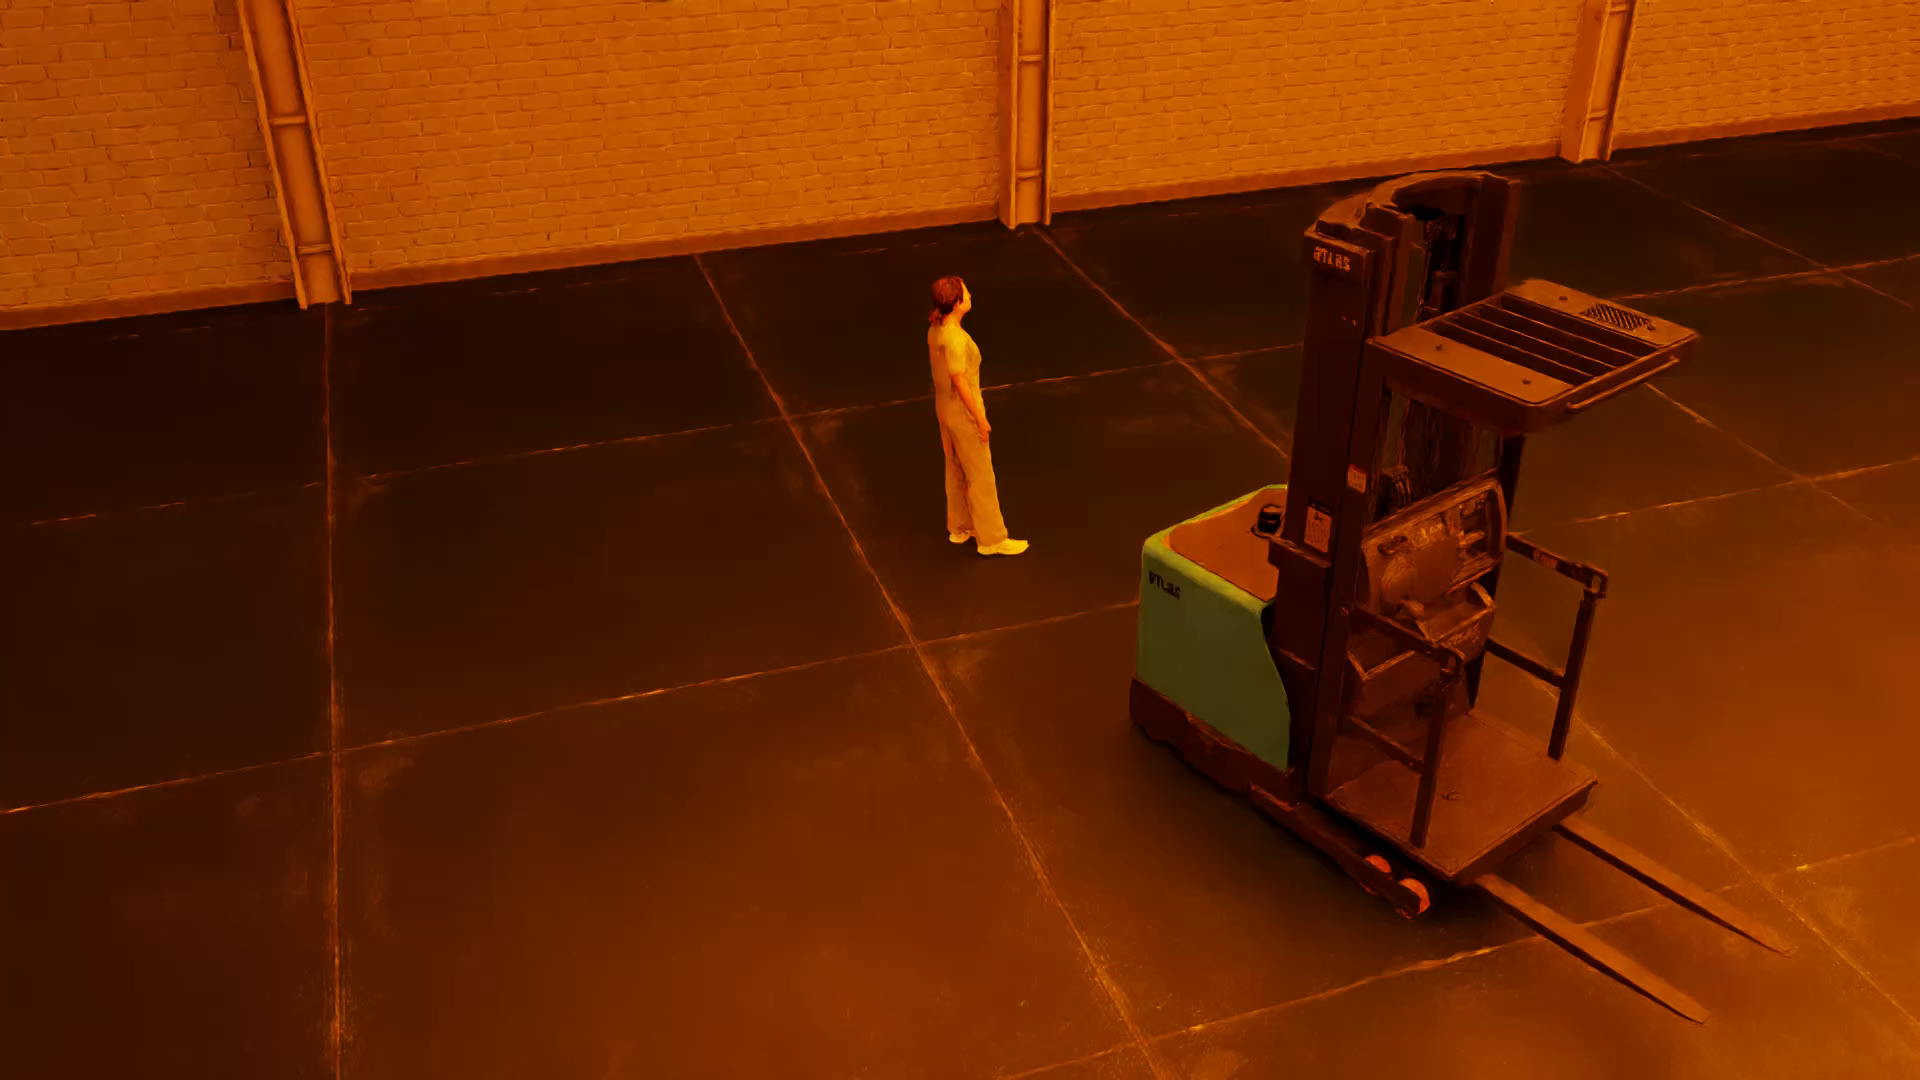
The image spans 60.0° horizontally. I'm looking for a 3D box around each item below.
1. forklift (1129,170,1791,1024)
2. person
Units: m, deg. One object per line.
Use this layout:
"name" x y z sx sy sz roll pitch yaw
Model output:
"forklift" 2.161 0.078 6.952 1.130 2.935 3.031 -22 36 -33
"person" 0.074 -0.738 9.614 0.548 1.674 0.550 -10 31 -16
